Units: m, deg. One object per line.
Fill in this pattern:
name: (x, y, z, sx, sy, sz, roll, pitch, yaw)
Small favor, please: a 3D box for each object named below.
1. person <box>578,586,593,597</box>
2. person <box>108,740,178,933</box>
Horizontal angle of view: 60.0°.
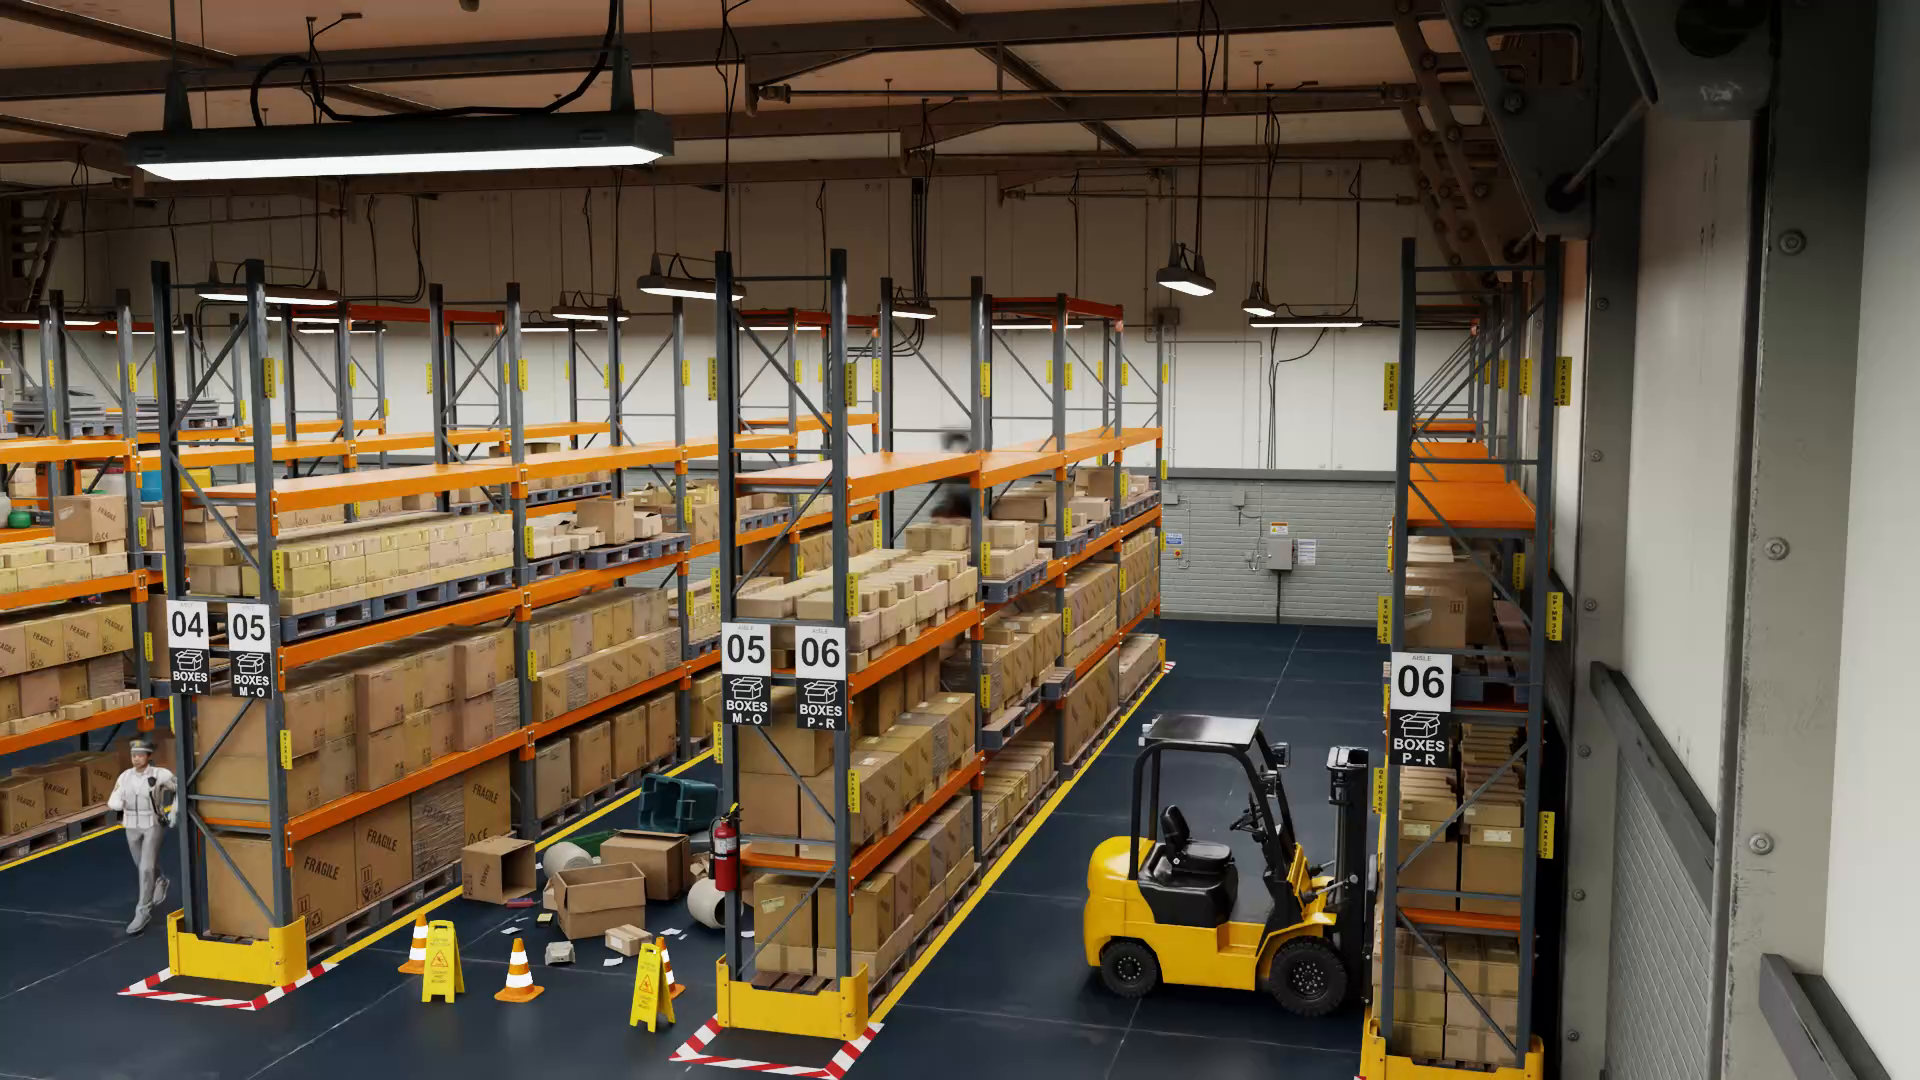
person: (-6.038, 1.497, 26.856, 0.586, 1.664, 0.778, 1, 6, 14)
person: (-7.550, 2.673, 15.423, 0.604, 1.696, 0.924, 0, 6, 2)
